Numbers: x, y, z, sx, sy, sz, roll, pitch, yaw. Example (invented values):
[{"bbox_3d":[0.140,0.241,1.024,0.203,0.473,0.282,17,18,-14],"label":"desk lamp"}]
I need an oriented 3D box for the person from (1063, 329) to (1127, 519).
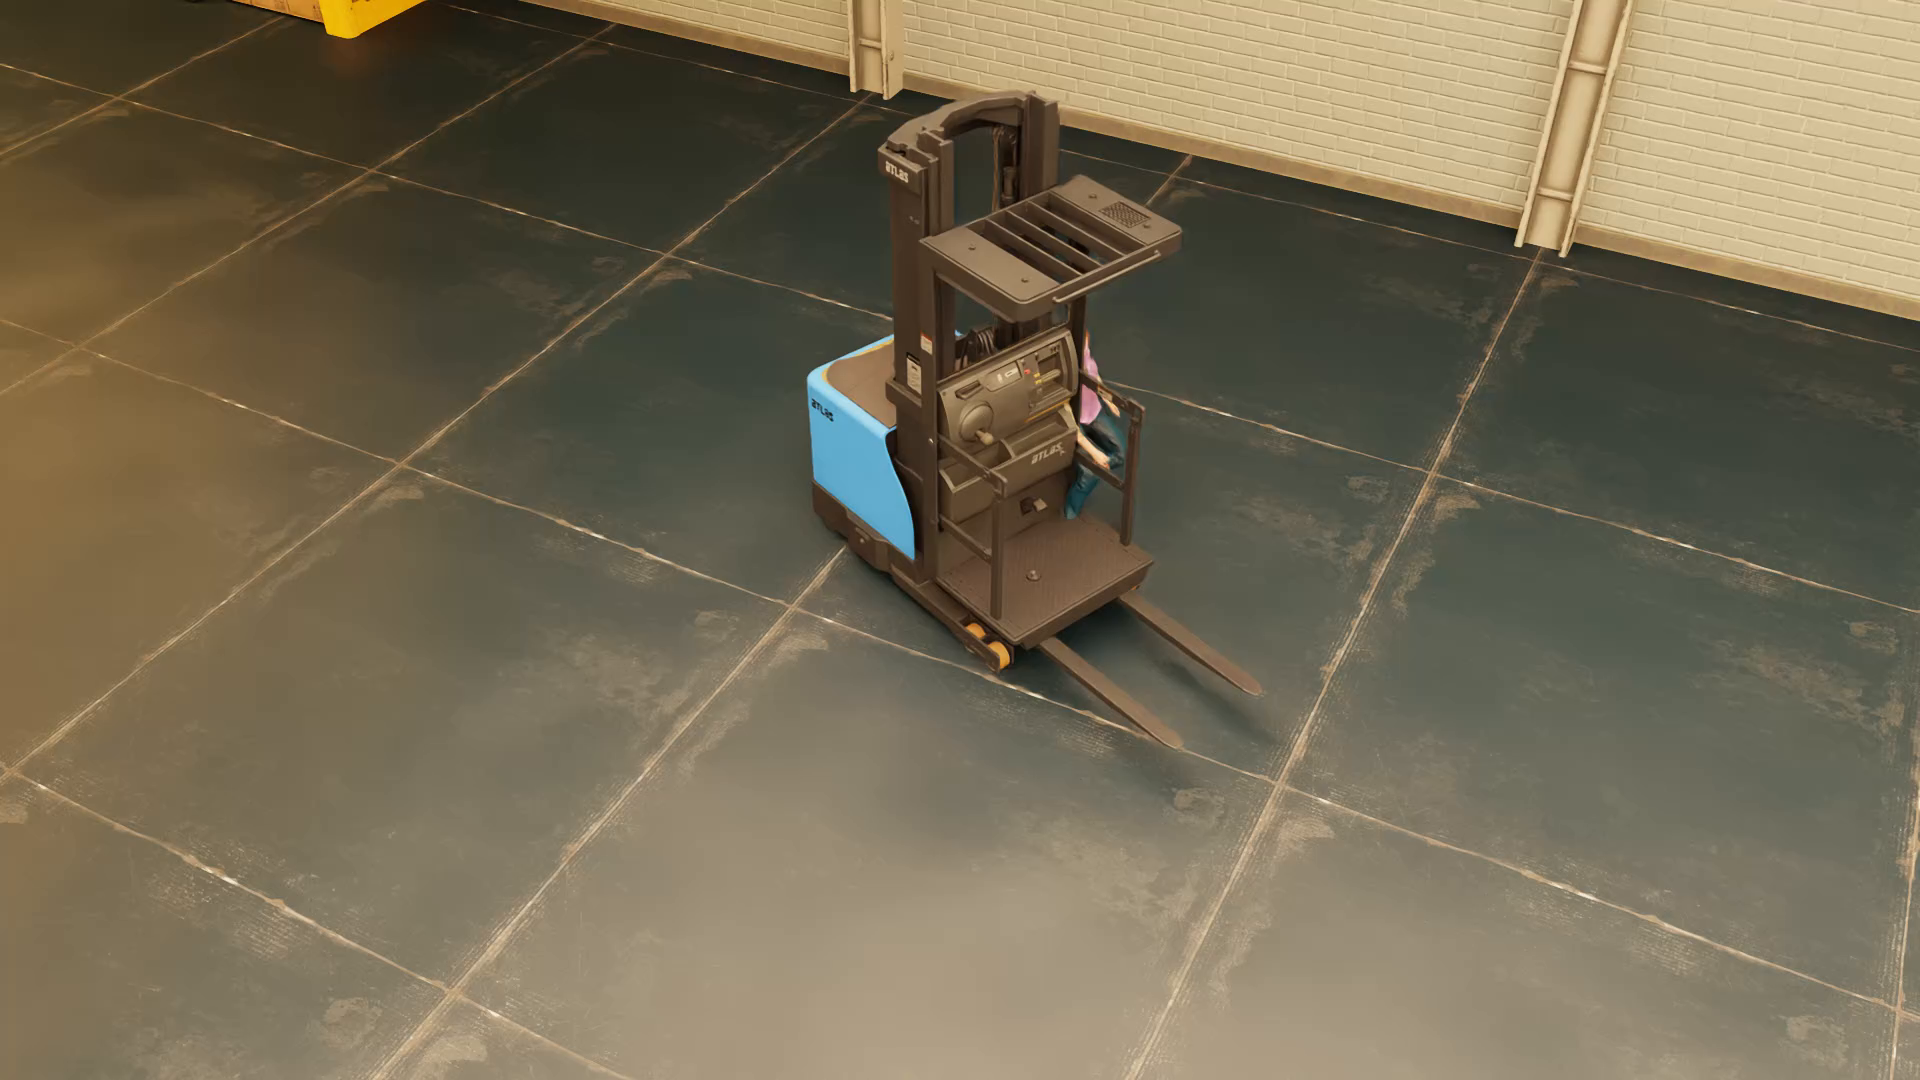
[{"bbox_3d":[0.729,-0.691,9.769,0.570,1.332,0.666,24,46,26],"label":"person"}]

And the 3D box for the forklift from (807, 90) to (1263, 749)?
[{"bbox_3d":[0.409,-0.753,8.880,1.130,2.935,3.031,-28,48,-29],"label":"forklift"}]
